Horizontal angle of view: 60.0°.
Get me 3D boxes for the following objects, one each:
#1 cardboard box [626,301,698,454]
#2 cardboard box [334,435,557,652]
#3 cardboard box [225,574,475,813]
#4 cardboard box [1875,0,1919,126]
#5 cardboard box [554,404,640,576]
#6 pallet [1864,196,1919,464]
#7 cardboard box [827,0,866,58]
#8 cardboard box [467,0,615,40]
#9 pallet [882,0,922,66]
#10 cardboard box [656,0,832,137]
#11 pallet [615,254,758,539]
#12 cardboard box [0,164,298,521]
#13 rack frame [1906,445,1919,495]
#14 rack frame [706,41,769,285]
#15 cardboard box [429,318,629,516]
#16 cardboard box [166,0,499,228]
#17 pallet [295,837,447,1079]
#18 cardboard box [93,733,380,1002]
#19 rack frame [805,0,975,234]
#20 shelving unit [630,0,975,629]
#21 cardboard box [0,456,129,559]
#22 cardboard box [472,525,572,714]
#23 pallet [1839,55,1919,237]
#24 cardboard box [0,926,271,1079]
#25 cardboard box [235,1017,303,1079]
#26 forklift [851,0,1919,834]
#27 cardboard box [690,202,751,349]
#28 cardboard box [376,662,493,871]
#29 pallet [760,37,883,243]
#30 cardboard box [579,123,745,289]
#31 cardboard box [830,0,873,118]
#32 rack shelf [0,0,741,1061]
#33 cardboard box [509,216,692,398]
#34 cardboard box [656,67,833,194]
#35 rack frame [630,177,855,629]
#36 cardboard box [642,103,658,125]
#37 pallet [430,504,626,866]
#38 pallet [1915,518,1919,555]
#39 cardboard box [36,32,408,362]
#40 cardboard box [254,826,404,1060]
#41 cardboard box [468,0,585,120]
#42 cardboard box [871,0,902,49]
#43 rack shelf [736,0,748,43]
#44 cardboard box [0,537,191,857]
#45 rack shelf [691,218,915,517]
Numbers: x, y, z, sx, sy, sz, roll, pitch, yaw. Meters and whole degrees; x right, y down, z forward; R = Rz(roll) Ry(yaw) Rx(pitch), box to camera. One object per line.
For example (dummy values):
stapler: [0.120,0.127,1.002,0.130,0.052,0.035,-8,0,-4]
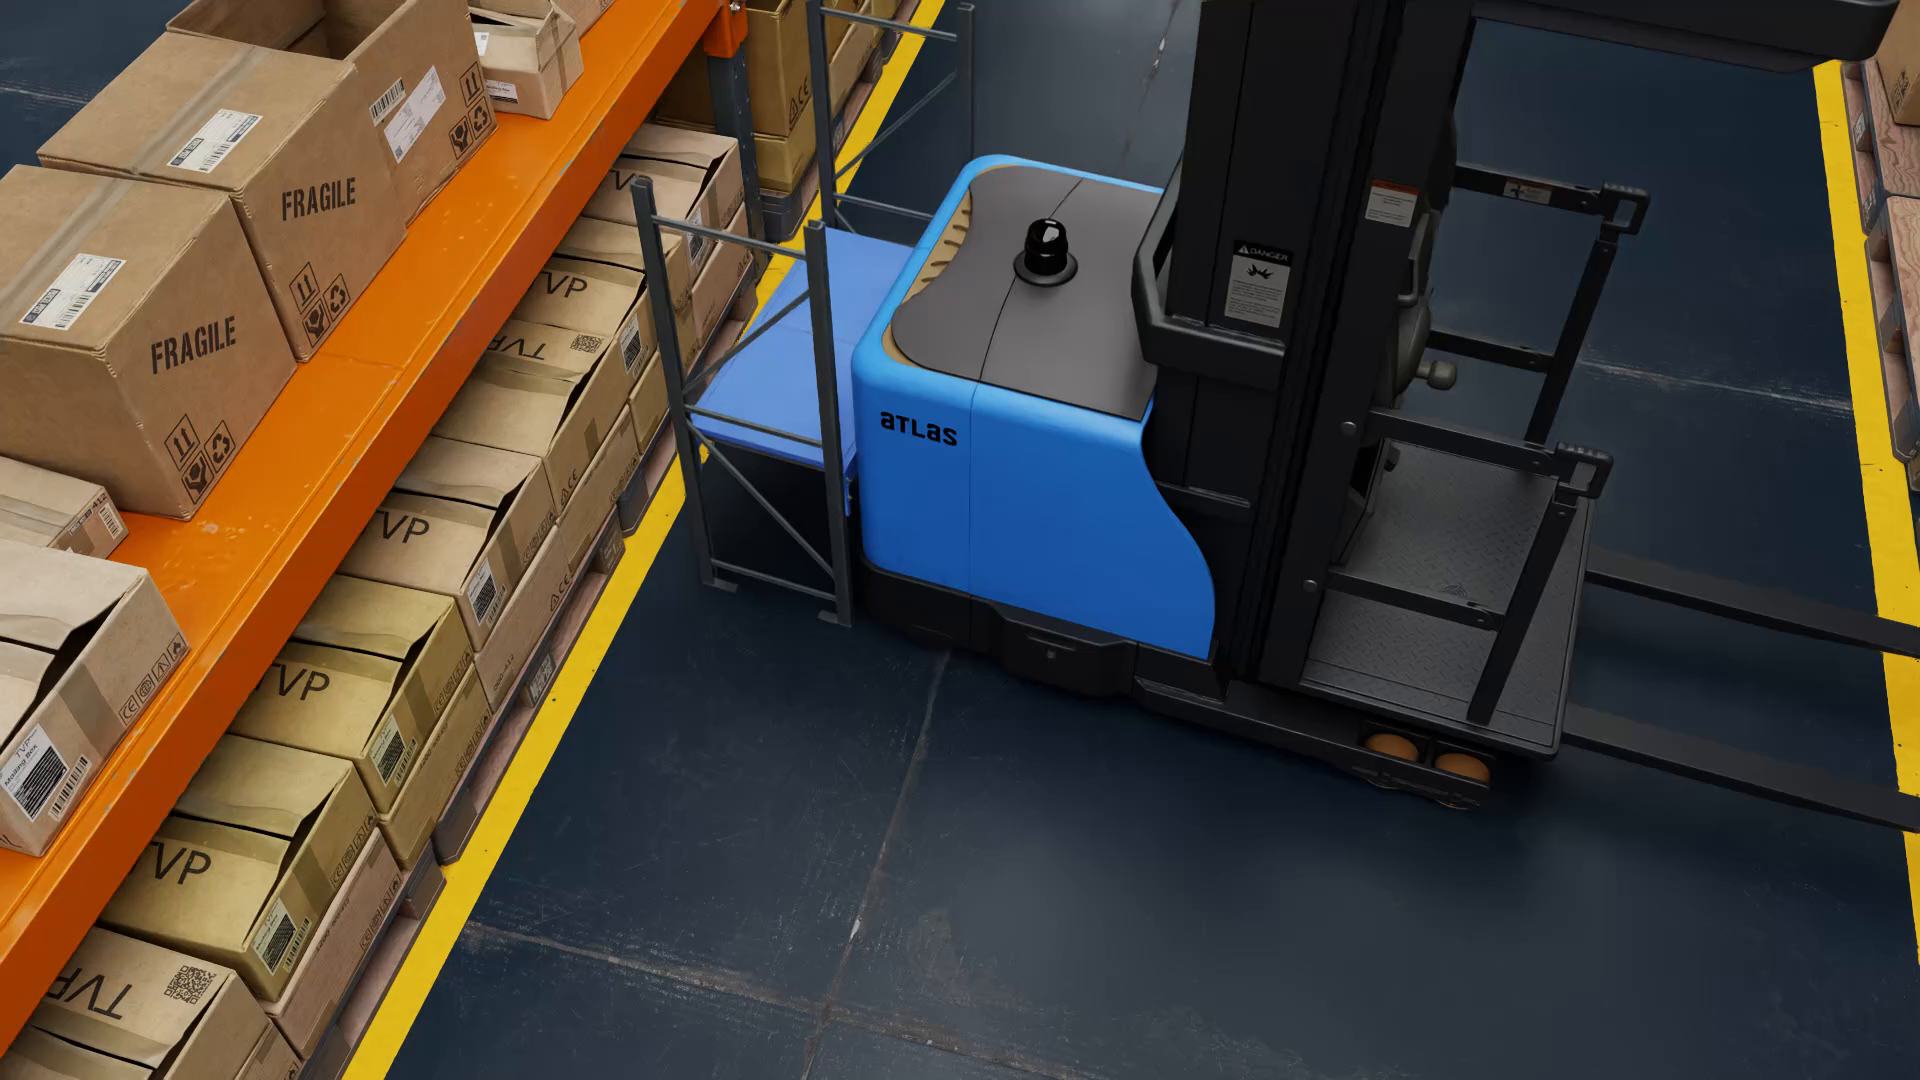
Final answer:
cardboard box: [-1.170,-0.573,5.309,0.500,0.250,0.500,11,49,9]
cardboard box: [-1.436,-0.031,4.456,0.500,0.311,0.500,11,49,10]
cardboard box: [-1.571,0.341,4.128,0.500,0.311,0.500,10,49,9]
cardboard box: [3.967,-1.888,6.289,0.700,0.500,0.500,9,49,8]
cardboard box: [-1.305,-0.203,4.982,0.500,0.250,0.500,13,50,11]
pallet: [3.717,-0.662,5.693,1.003,0.211,1.213,12,50,10]
cardboard box: [-0.658,-2.181,6.228,0.500,0.500,0.500,12,50,10]
cardboard box: [-1.293,-1.652,4.808,0.500,0.250,0.500,14,50,12]
pallet: [-0.637,-2.596,7.400,1.003,0.211,1.213,12,50,10]
cardboard box: [-0.782,-1.817,5.907,0.500,0.500,0.500,12,50,10]
pallet: [-1.362,-0.603,5.642,1.003,0.211,1.213,12,50,10]
cardboard box: [-1.833,-0.423,3.556,0.500,0.500,0.500,9,49,8]
rack frame: [3.574,-1.092,4.213,1.000,3.000,0.127,12,50,10]
rack frame: [-1.206,-2.067,5.073,1.000,3.000,0.127,12,50,10]
cardboard box: [-1.300,-0.394,4.777,0.500,0.311,0.500,11,50,10]
cardboard box: [-1.562,-1.166,4.212,0.500,0.500,0.500,15,50,13]
pallet: [-2.004,1.162,4.084,1.003,0.211,1.213,12,50,10]
cardboard box: [-1.707,0.710,3.803,0.500,0.311,0.500,10,49,9]
rack frame: [-0.197,-1.018,5.148,0.500,1.500,0.032,16,50,14]
shelving unit: [-0.377,-0.662,4.834,0.538,1.500,1.048,16,50,14]
cardboard box: [-1.977,-0.024,3.438,0.380,0.149,0.250,15,50,13]
cardboard box: [-1.440,0.165,4.658,0.500,0.250,0.500,12,50,11]
pallet: [4.036,-1.547,6.475,1.003,0.211,1.213,12,50,10]
cardboard box: [-1.838,1.091,3.466,0.500,0.311,0.500,13,50,11]
cardboard box: [-1.838,1.277,3.676,0.500,0.250,0.500,11,50,10]
forklift: [1.276,-0.680,3.895,3.031,2.935,1.130,15,50,13]
cardboard box: [-1.035,-0.939,5.632,0.500,0.250,0.500,11,50,10]
cardboard box: [-1.575,0.536,4.330,0.500,0.250,0.500,10,49,9]
pallet: [-0.956,-1.711,6.619,1.003,0.211,1.213,12,50,10]
cardboard box: [-1.036,-1.132,5.428,0.500,0.311,0.500,12,50,10]
cardboard box: [-0.655,-1.932,6.508,0.500,0.250,0.500,12,50,10]
rack shelf: [-1.732,-0.382,4.066,1.077,0.370,4.000,12,50,10]
cardboard box: [-1.167,-0.754,5.095,0.500,0.311,0.500,13,50,11]
cardboard box: [-0.791,-1.571,6.190,0.500,0.250,0.500,12,50,10]
rack frame: [-0.557,-0.305,4.519,0.500,1.500,0.032,16,50,14]
cardboard box: [-1.295,-1.674,6.281,0.500,0.250,0.500,12,50,10]
pallet: [-1.681,0.282,4.860,1.003,0.211,1.213,12,50,10]
pallet: [3.371,0.394,4.761,1.003,0.211,1.213,12,50,10]
cardboard box: [-1.694,-0.804,3.892,0.500,0.500,0.500,12,50,10]
cardboard box: [-1.706,0.913,3.997,0.500,0.250,0.500,10,49,9]
cardboard box: [-1.260,-1.350,4.530,0.396,0.266,0.258,10,49,9]
cardboard box: [-0.518,-2.293,6.827,0.500,0.250,0.500,12,50,10]
rack shelf: [-0.680,-3.275,6.620,1.077,0.370,4.000,12,50,10]
cardboard box: [-1.836,0.247,3.090,0.500,0.311,0.500,11,49,10]
rack shelf: [-0.377,-0.543,4.969,0.538,0.185,1.000,16,50,14]
